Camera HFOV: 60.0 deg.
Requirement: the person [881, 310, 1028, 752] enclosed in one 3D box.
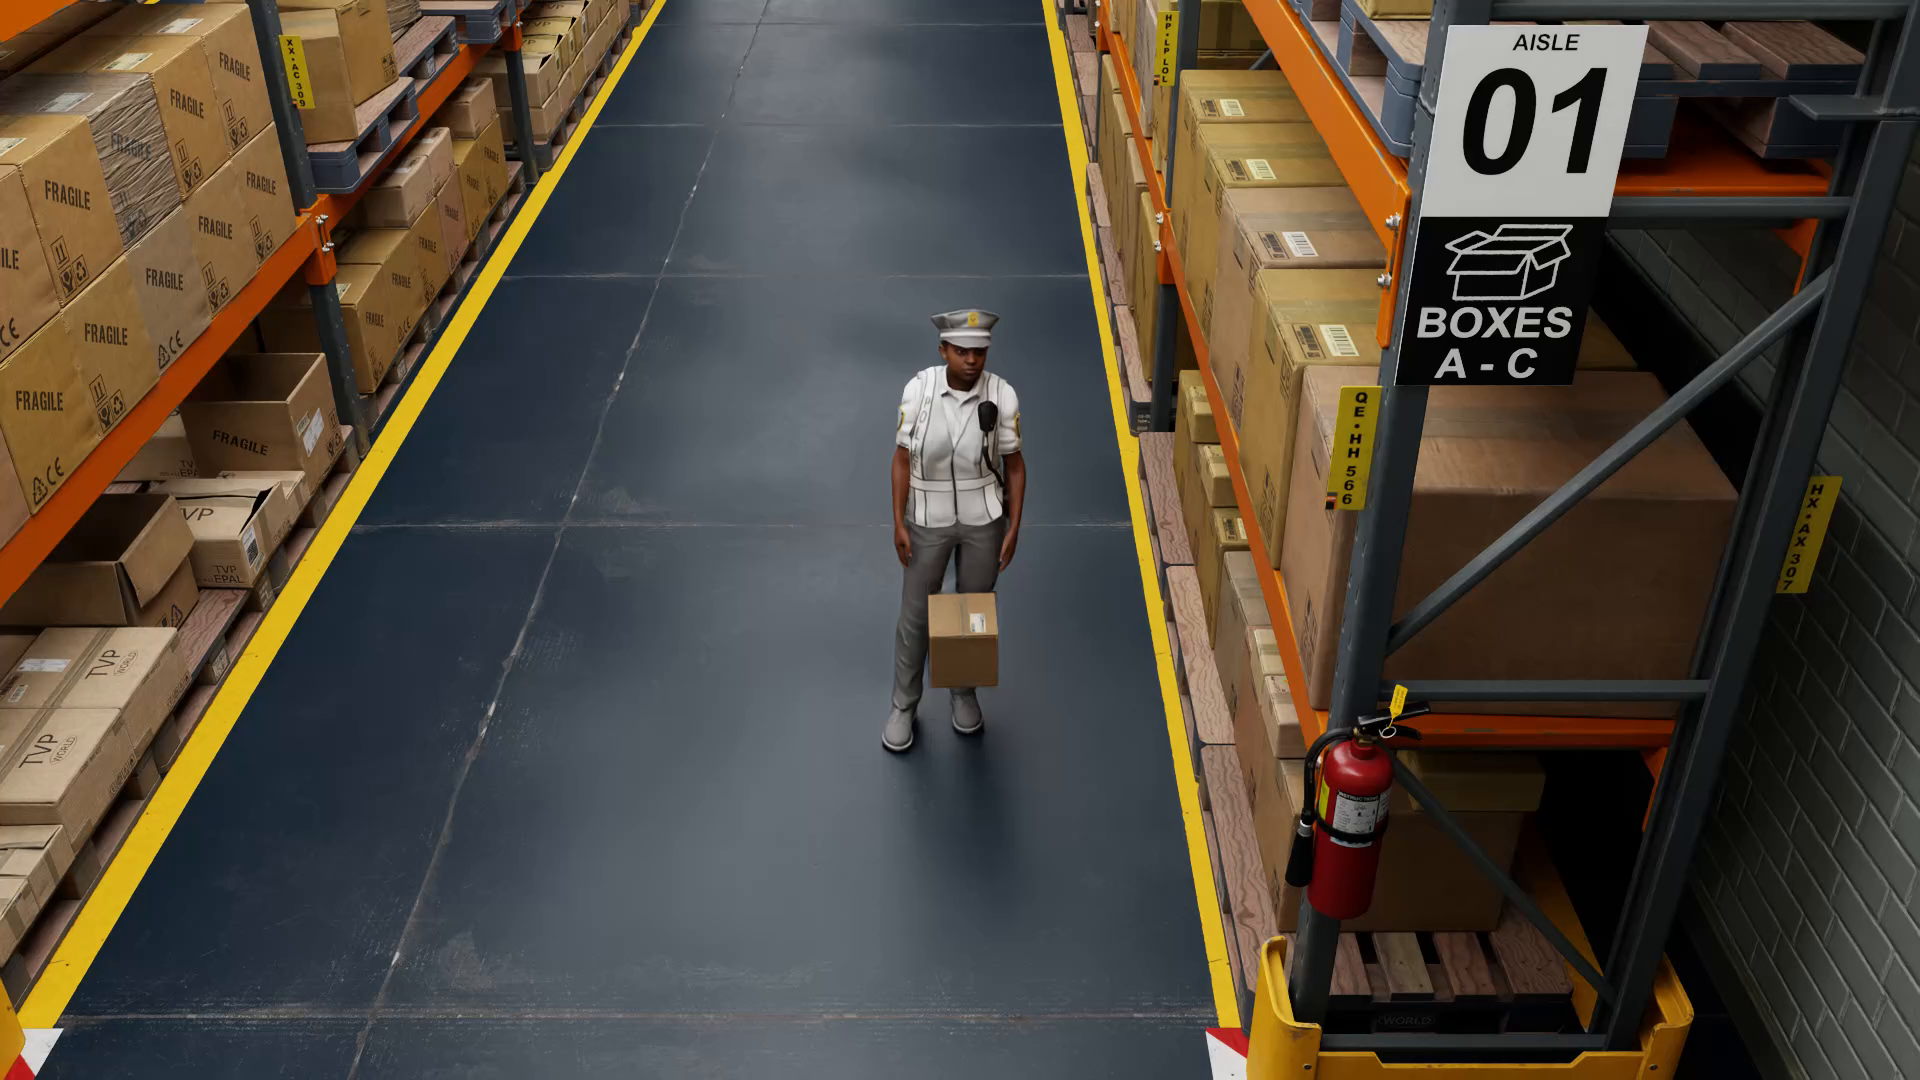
[{"bbox_3d":[-0.029,-0.039,6.148,0.560,1.697,0.530,0,32,-1],"label":"person"}]
